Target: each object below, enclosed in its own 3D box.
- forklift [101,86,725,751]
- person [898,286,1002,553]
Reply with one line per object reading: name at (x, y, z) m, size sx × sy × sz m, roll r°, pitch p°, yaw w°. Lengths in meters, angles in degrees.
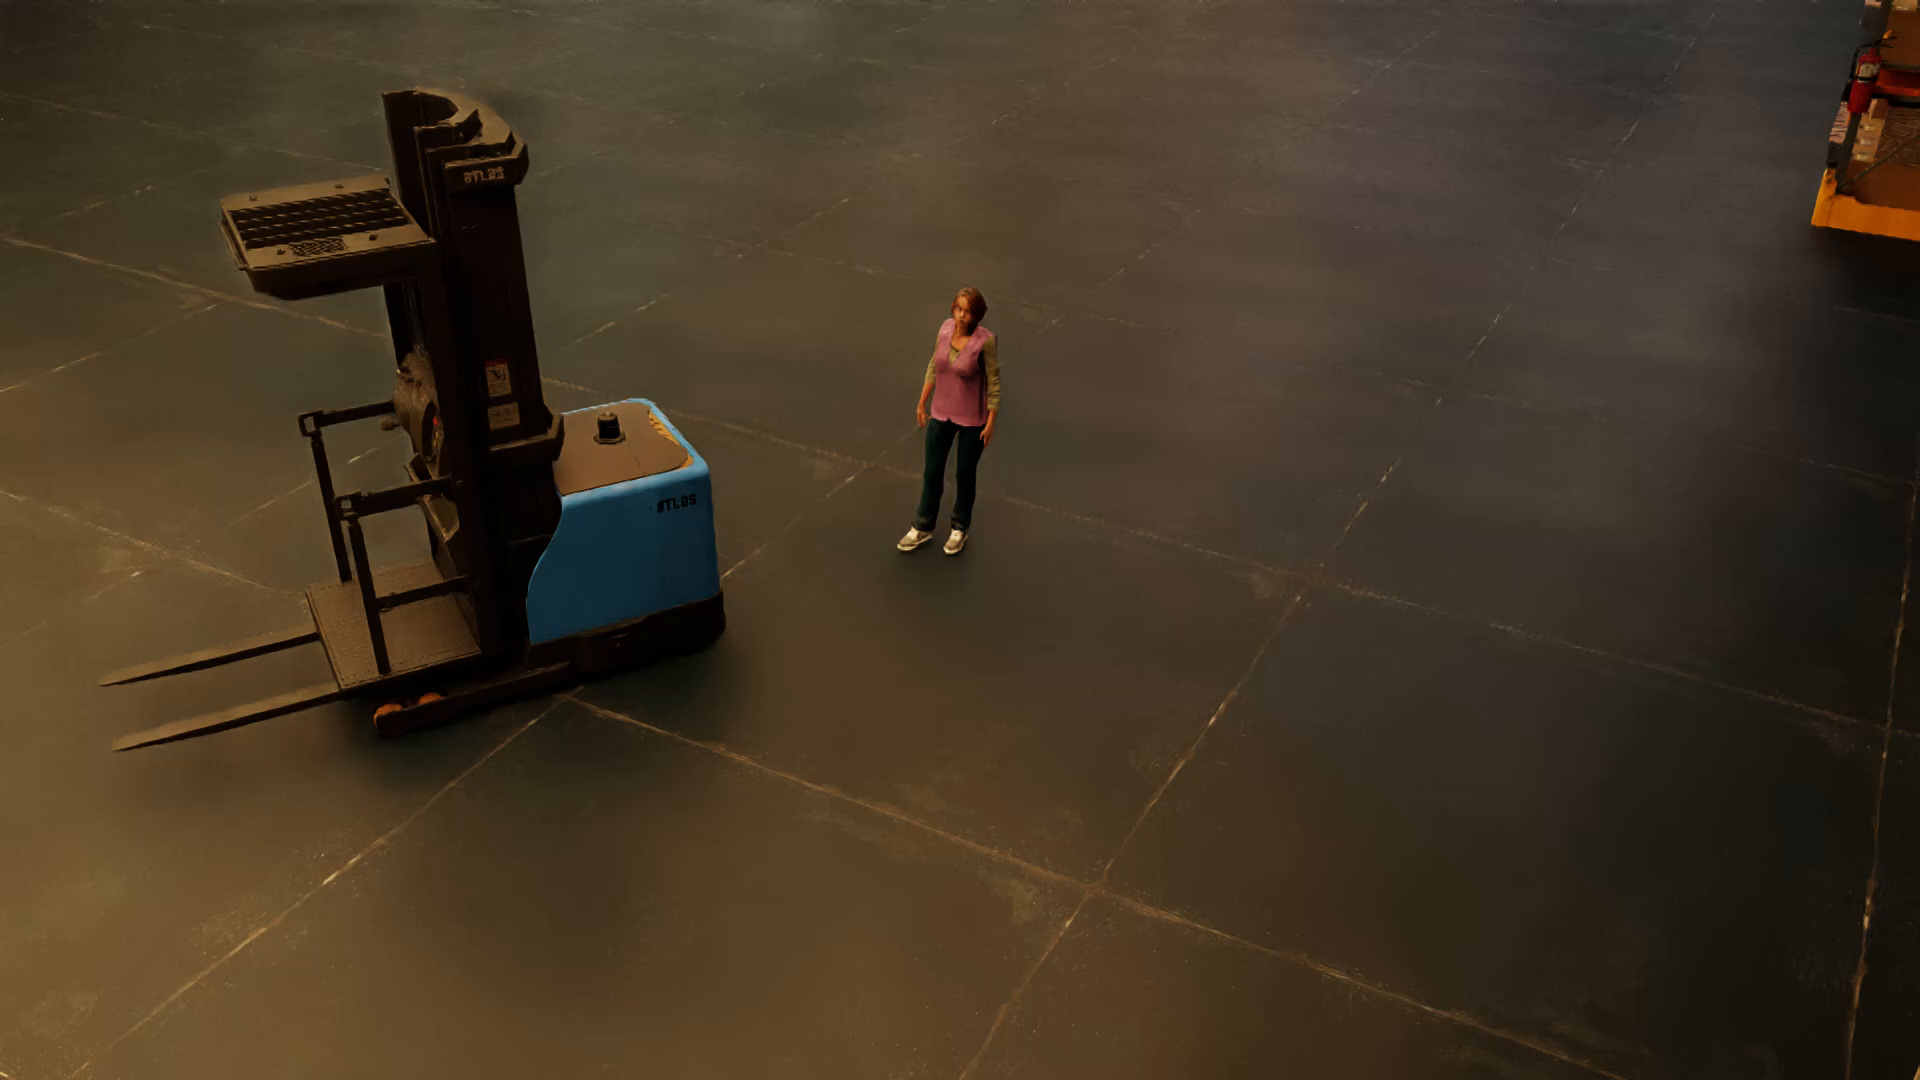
forklift at (-2.822, -0.588, 8.090) m, size 3.031 × 2.935 × 1.130 m, roll -15°, pitch 33°, yaw -24°
person at (-0.048, -0.669, 9.550) m, size 0.520 × 1.597 × 0.474 m, roll 15°, pitch 33°, yaw 25°
